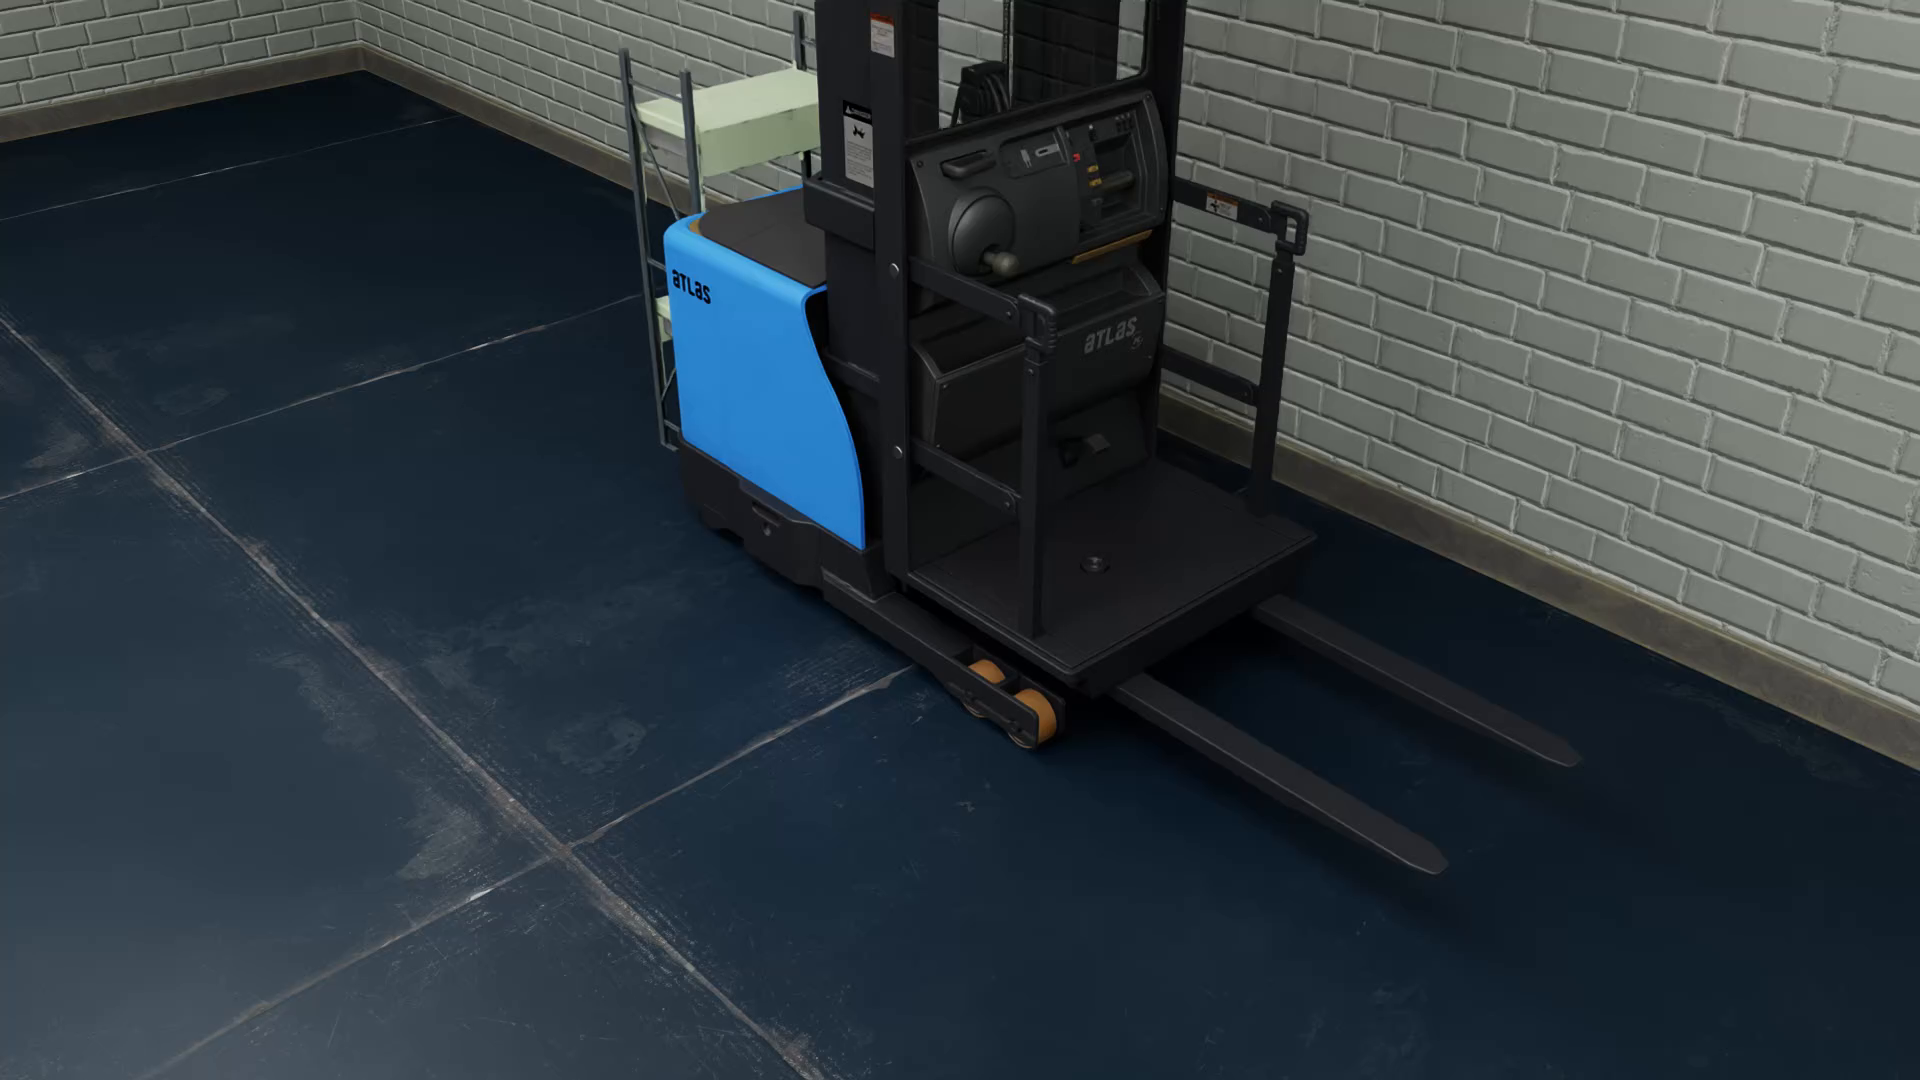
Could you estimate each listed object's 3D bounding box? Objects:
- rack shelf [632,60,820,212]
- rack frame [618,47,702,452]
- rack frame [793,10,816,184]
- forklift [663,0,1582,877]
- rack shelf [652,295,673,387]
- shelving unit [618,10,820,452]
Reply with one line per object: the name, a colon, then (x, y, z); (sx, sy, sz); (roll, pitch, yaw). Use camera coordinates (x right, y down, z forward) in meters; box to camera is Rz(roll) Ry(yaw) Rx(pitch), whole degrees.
rack shelf: (-0.731, -1.395, 5.844); (0.720, 0.370, 0.431); (-25, 39, -35)
rack frame: (-1.002, -0.934, 5.837); (0.023, 1.500, 0.400); (-25, 39, -35)
rack frame: (-0.458, -1.189, 6.255); (0.023, 1.500, 0.400); (-25, 39, -35)
forklift: (0.382, -0.955, 4.503); (1.130, 2.935, 3.031); (-25, 39, -35)
rack shelf: (-0.729, -0.783, 6.216); (0.720, 0.370, 0.431); (-25, 39, -35)
shelving unit: (-0.730, -1.062, 6.046); (0.755, 1.500, 0.431); (-25, 39, -35)
